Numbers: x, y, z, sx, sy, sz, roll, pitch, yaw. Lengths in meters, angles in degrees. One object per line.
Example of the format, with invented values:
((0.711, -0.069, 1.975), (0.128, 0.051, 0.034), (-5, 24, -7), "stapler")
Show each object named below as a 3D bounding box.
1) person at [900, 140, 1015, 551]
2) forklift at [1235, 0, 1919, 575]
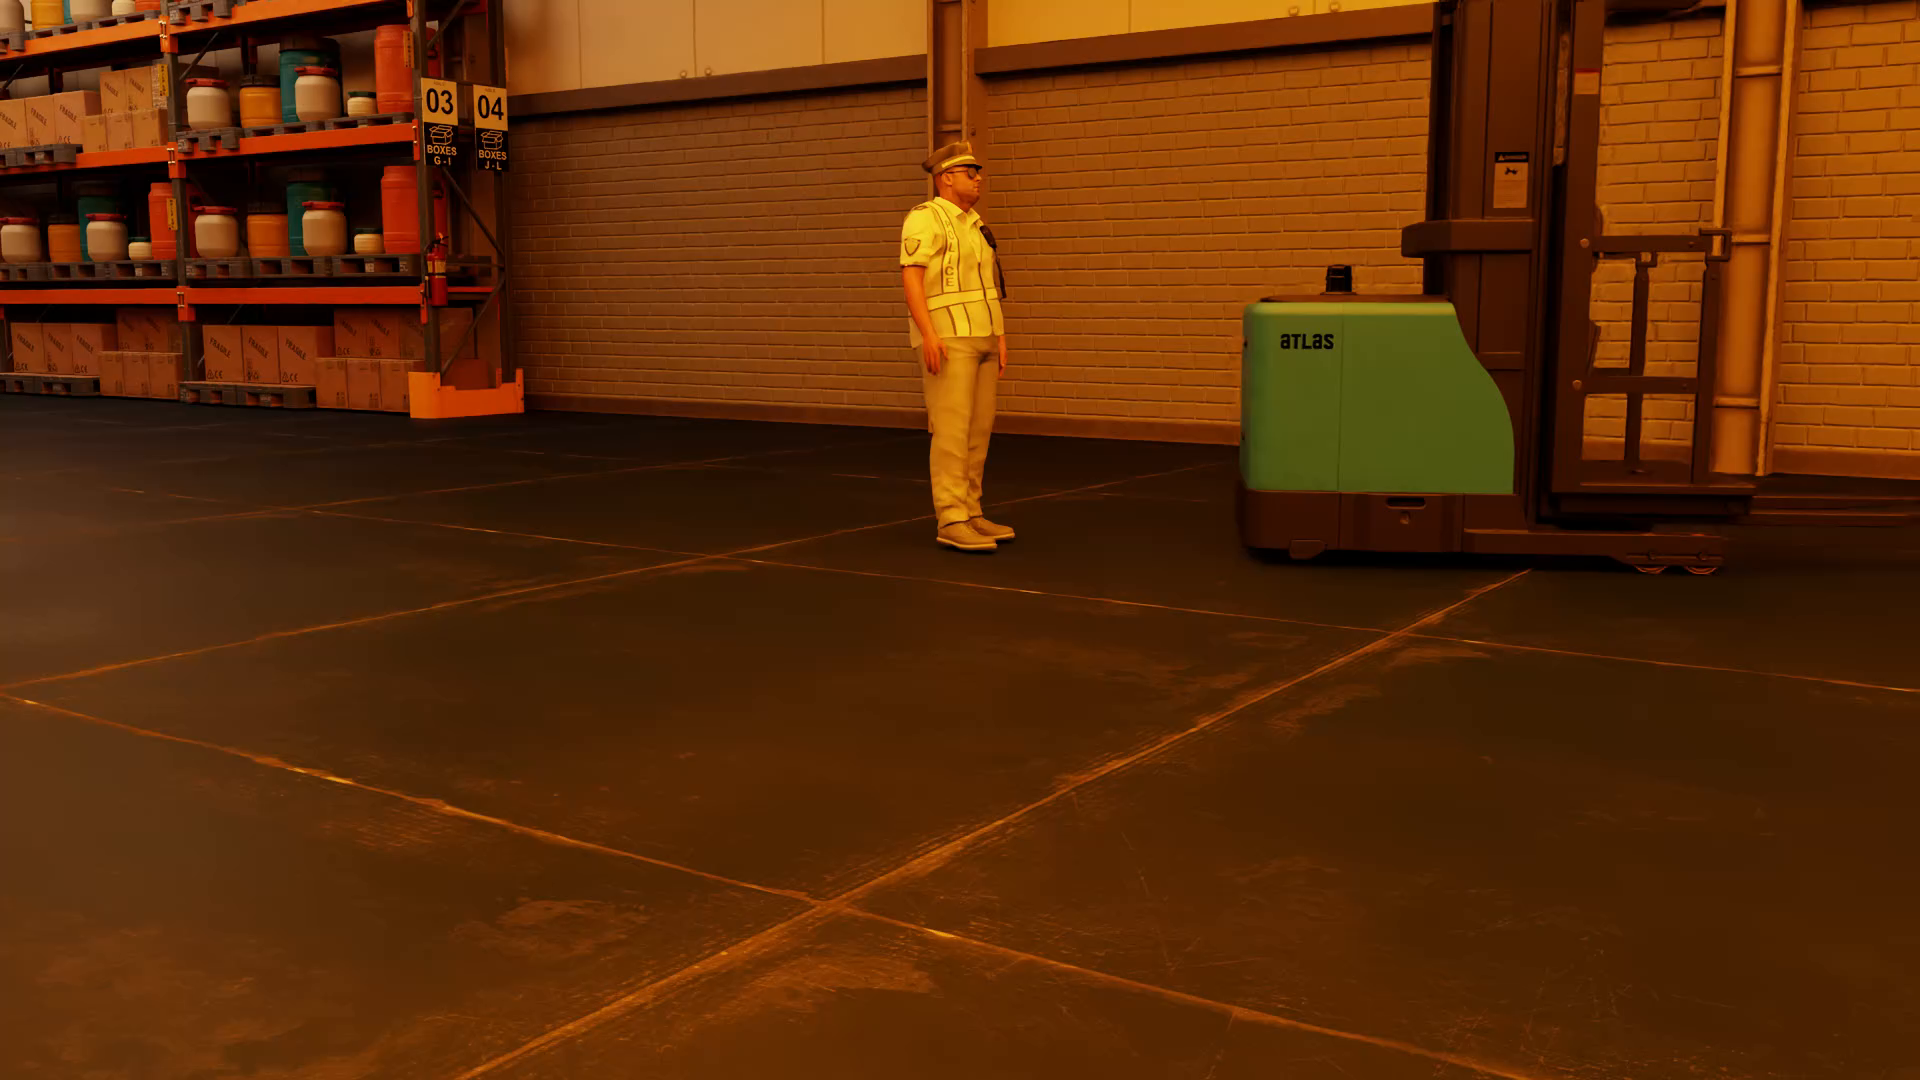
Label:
((0.059, -0.883, 7.425), (0.574, 1.781, 0.641), (5, 10, 34), "person")
((2.739, -1.391, 6.977), (3.031, 2.935, 1.130), (1, 8, 7), "forklift")
